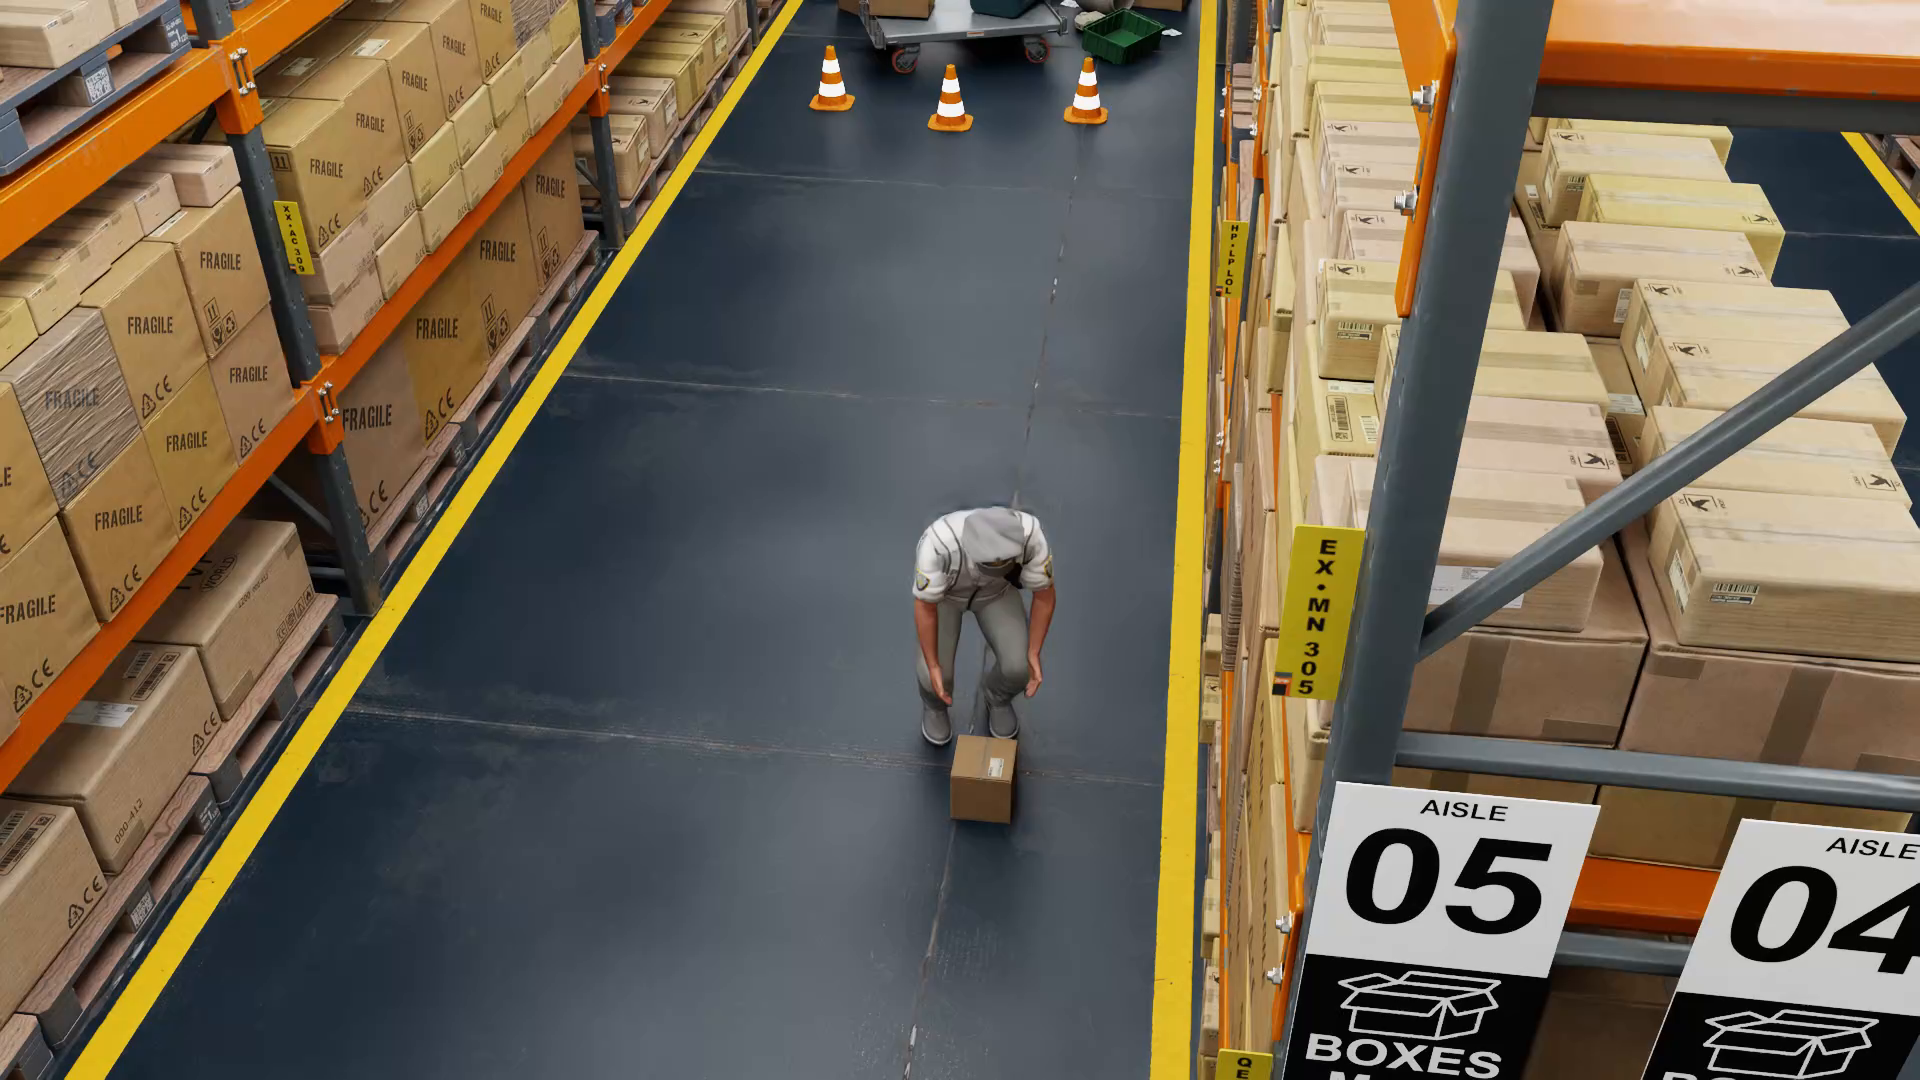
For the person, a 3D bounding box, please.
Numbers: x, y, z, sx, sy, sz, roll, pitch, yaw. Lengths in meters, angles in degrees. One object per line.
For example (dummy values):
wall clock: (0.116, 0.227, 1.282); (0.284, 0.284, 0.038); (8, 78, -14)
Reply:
person: (0.089, 0.303, 6.963); (0.589, 1.351, 0.841); (-4, 36, -5)
